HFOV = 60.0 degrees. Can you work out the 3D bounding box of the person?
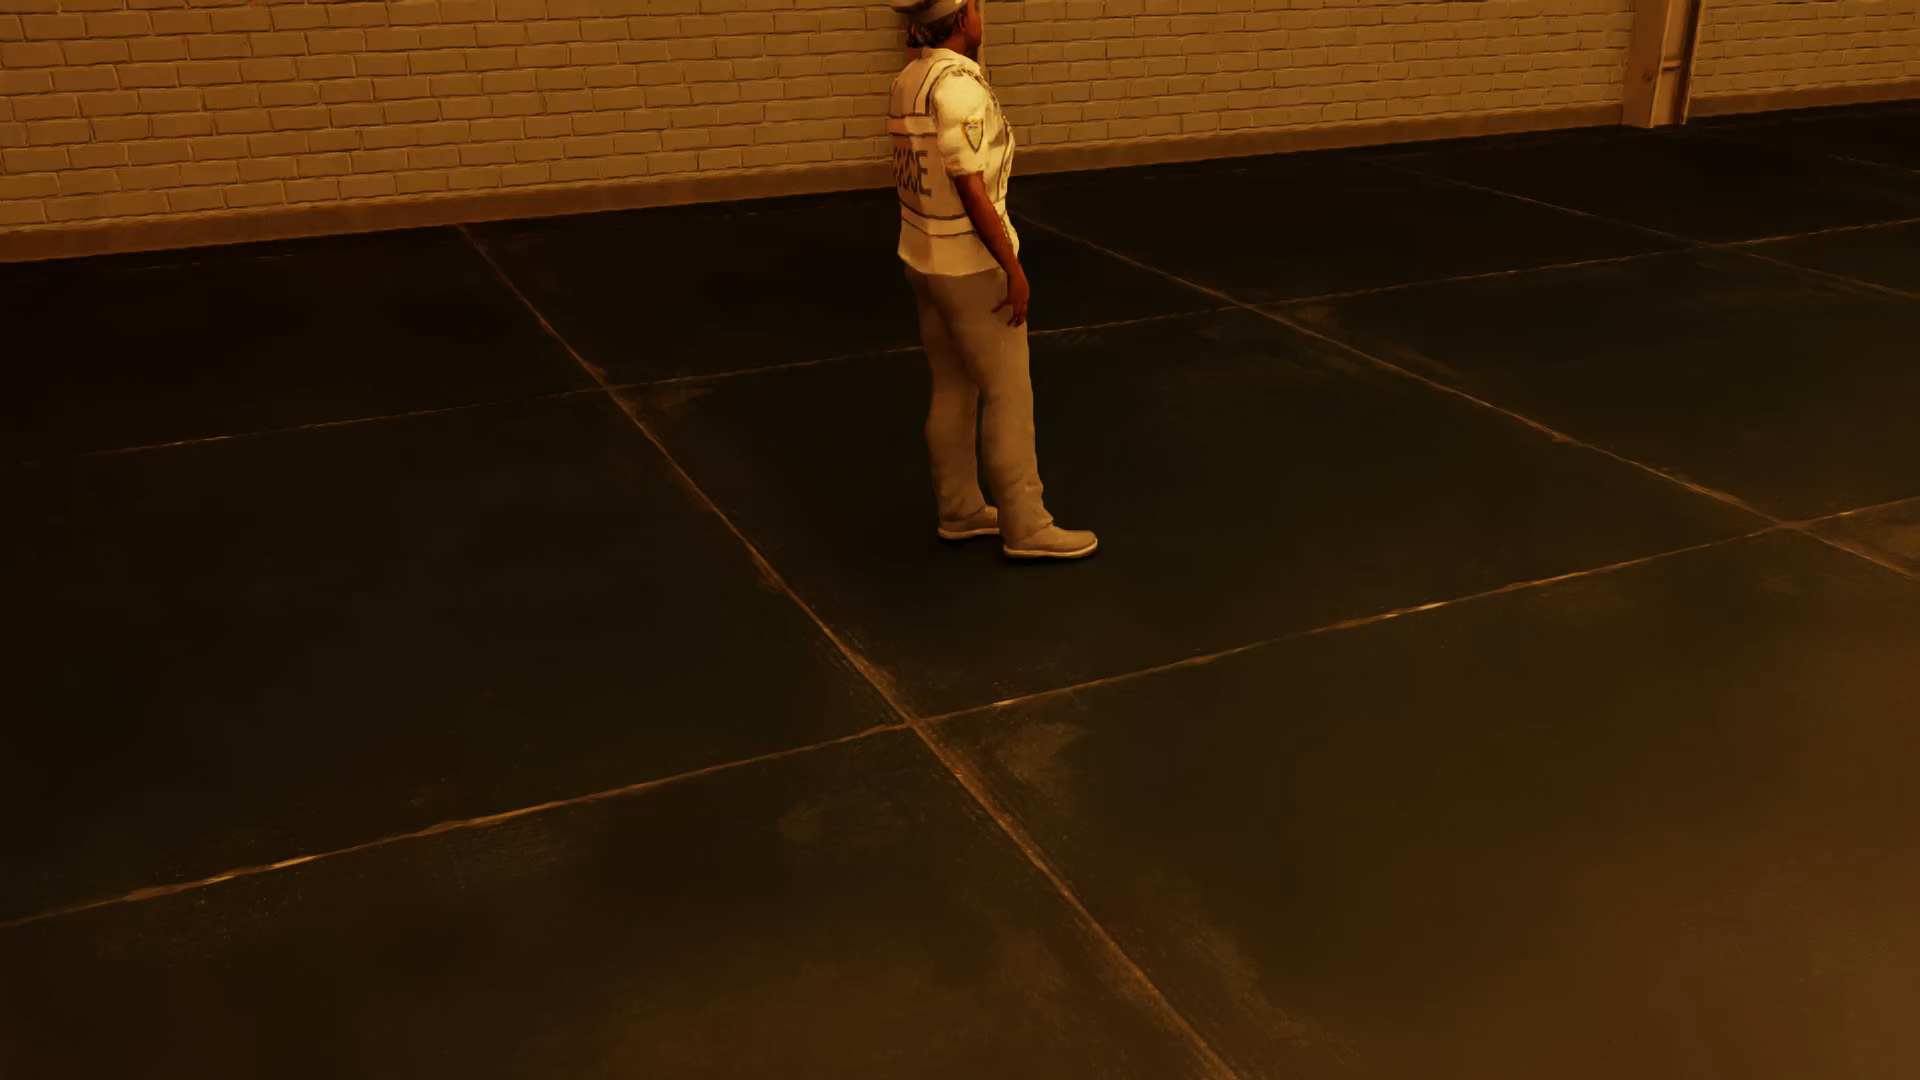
[{"bbox_3d":[0.076,-0.795,4.792,0.529,1.695,0.570,-10,25,-23],"label":"person"}]
